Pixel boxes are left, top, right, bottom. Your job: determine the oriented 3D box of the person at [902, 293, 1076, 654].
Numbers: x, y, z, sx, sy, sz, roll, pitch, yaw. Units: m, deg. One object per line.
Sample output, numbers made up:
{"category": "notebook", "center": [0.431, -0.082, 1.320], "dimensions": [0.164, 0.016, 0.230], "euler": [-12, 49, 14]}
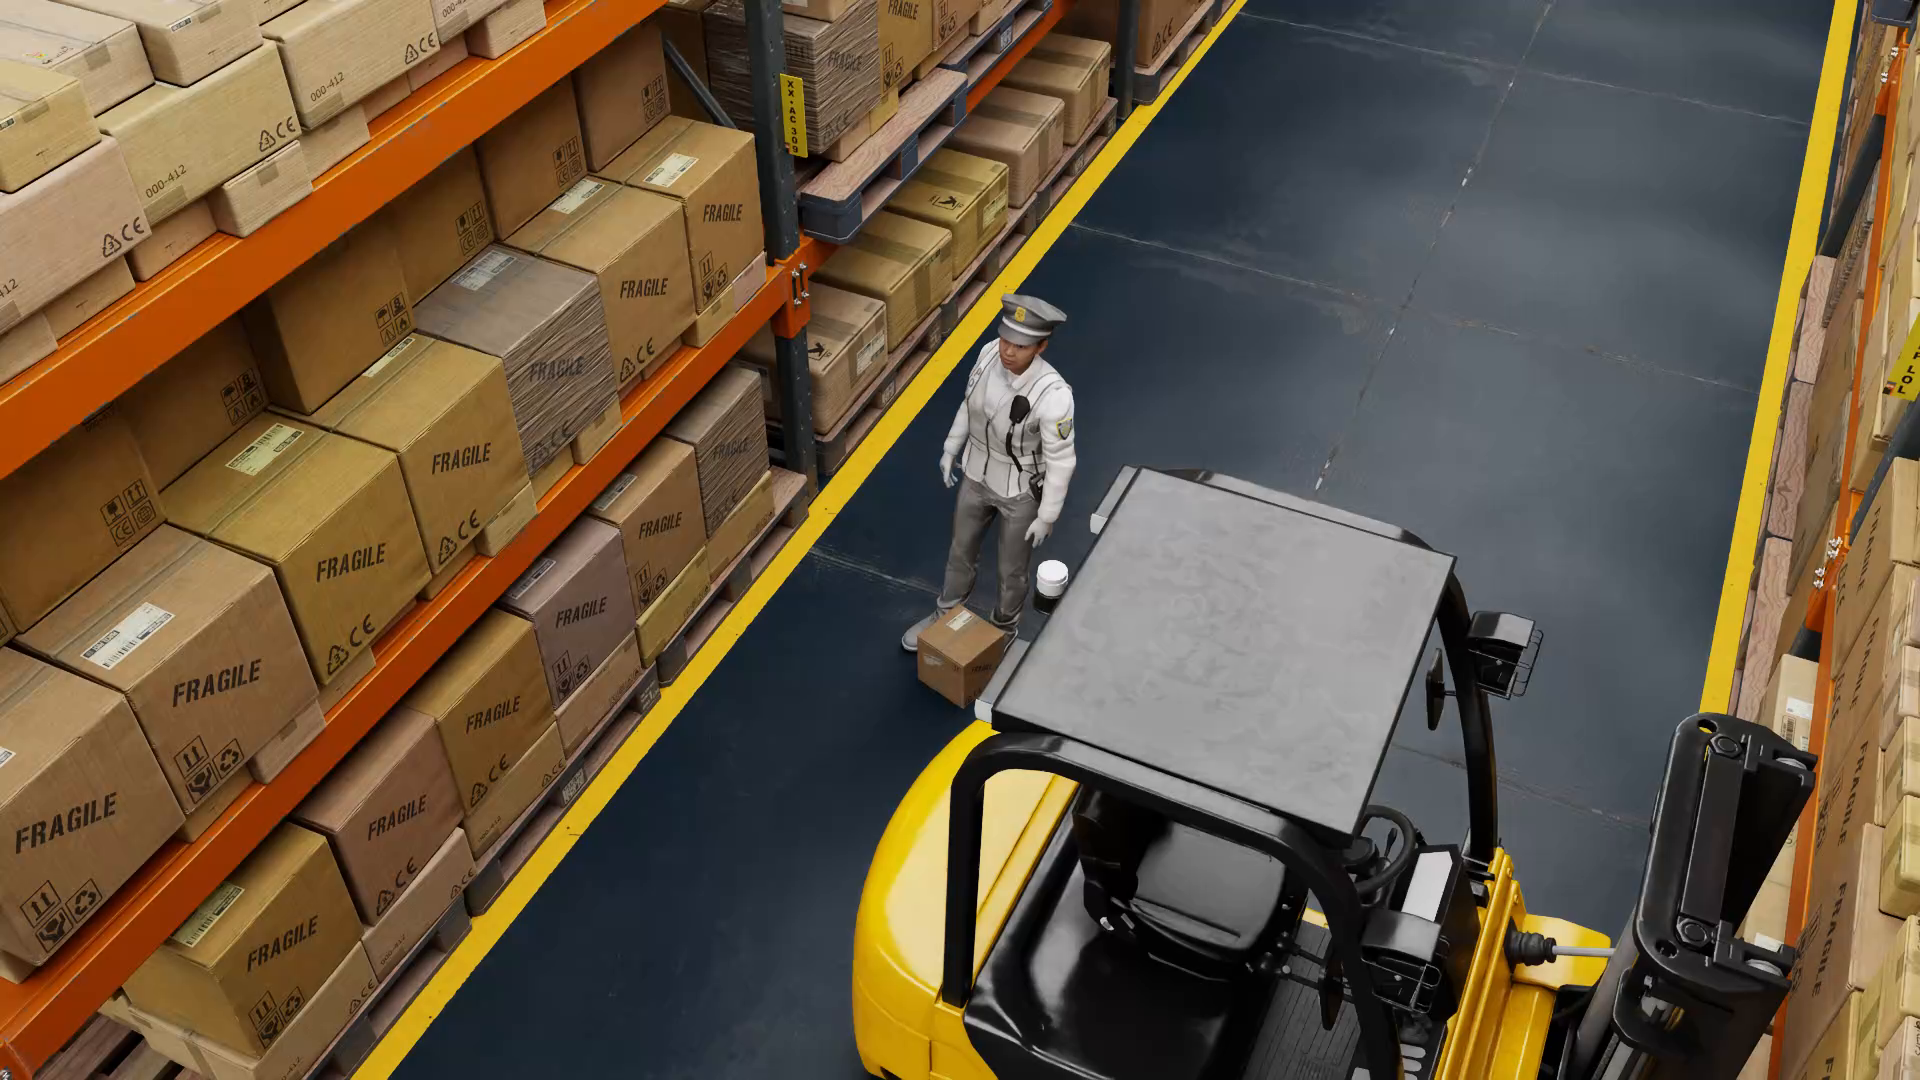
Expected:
{"category": "person", "center": [0.127, -0.187, 6.328], "dimensions": [0.587, 1.696, 0.533], "euler": [33, 52, 31]}
